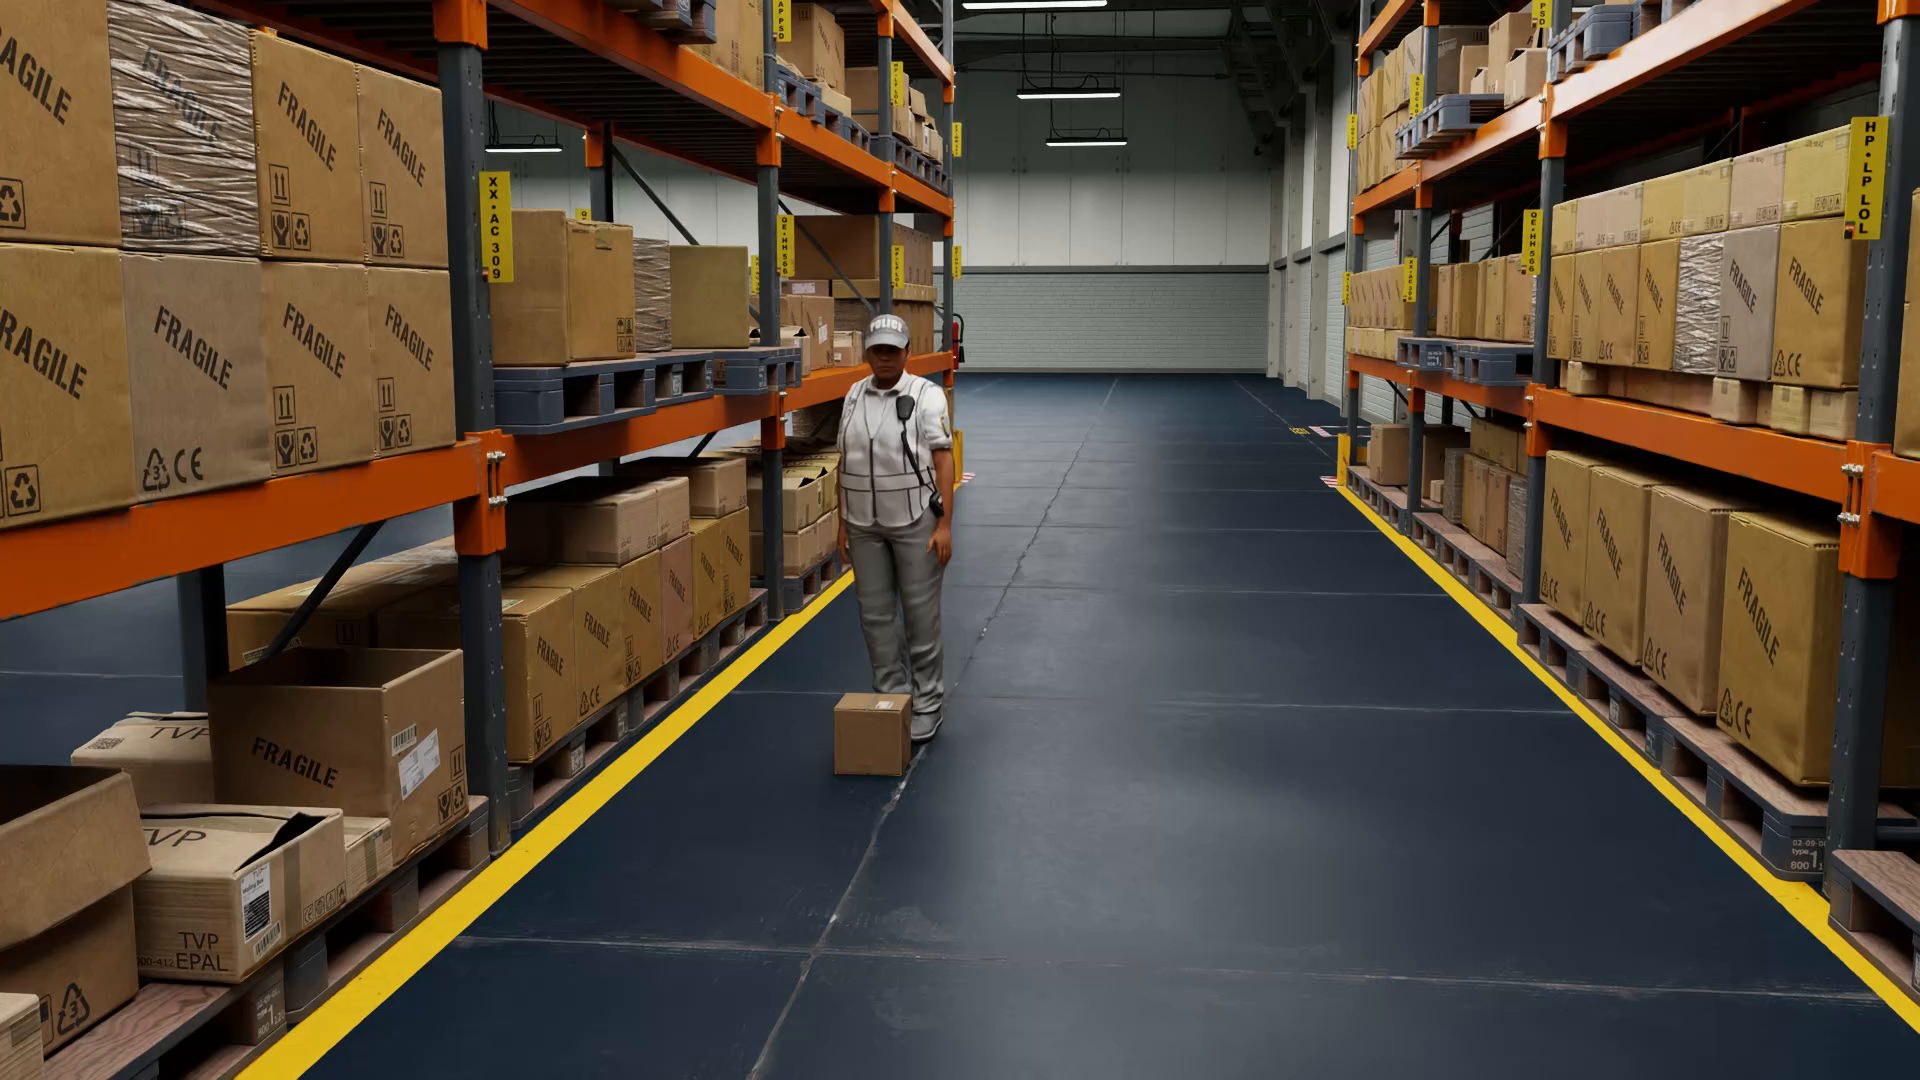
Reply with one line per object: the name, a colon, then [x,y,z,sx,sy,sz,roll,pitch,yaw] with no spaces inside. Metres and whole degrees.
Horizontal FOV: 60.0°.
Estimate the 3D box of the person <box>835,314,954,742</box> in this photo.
person: [-0.263,-0.051,6.575,0.503,1.670,0.399,3,8,22]
